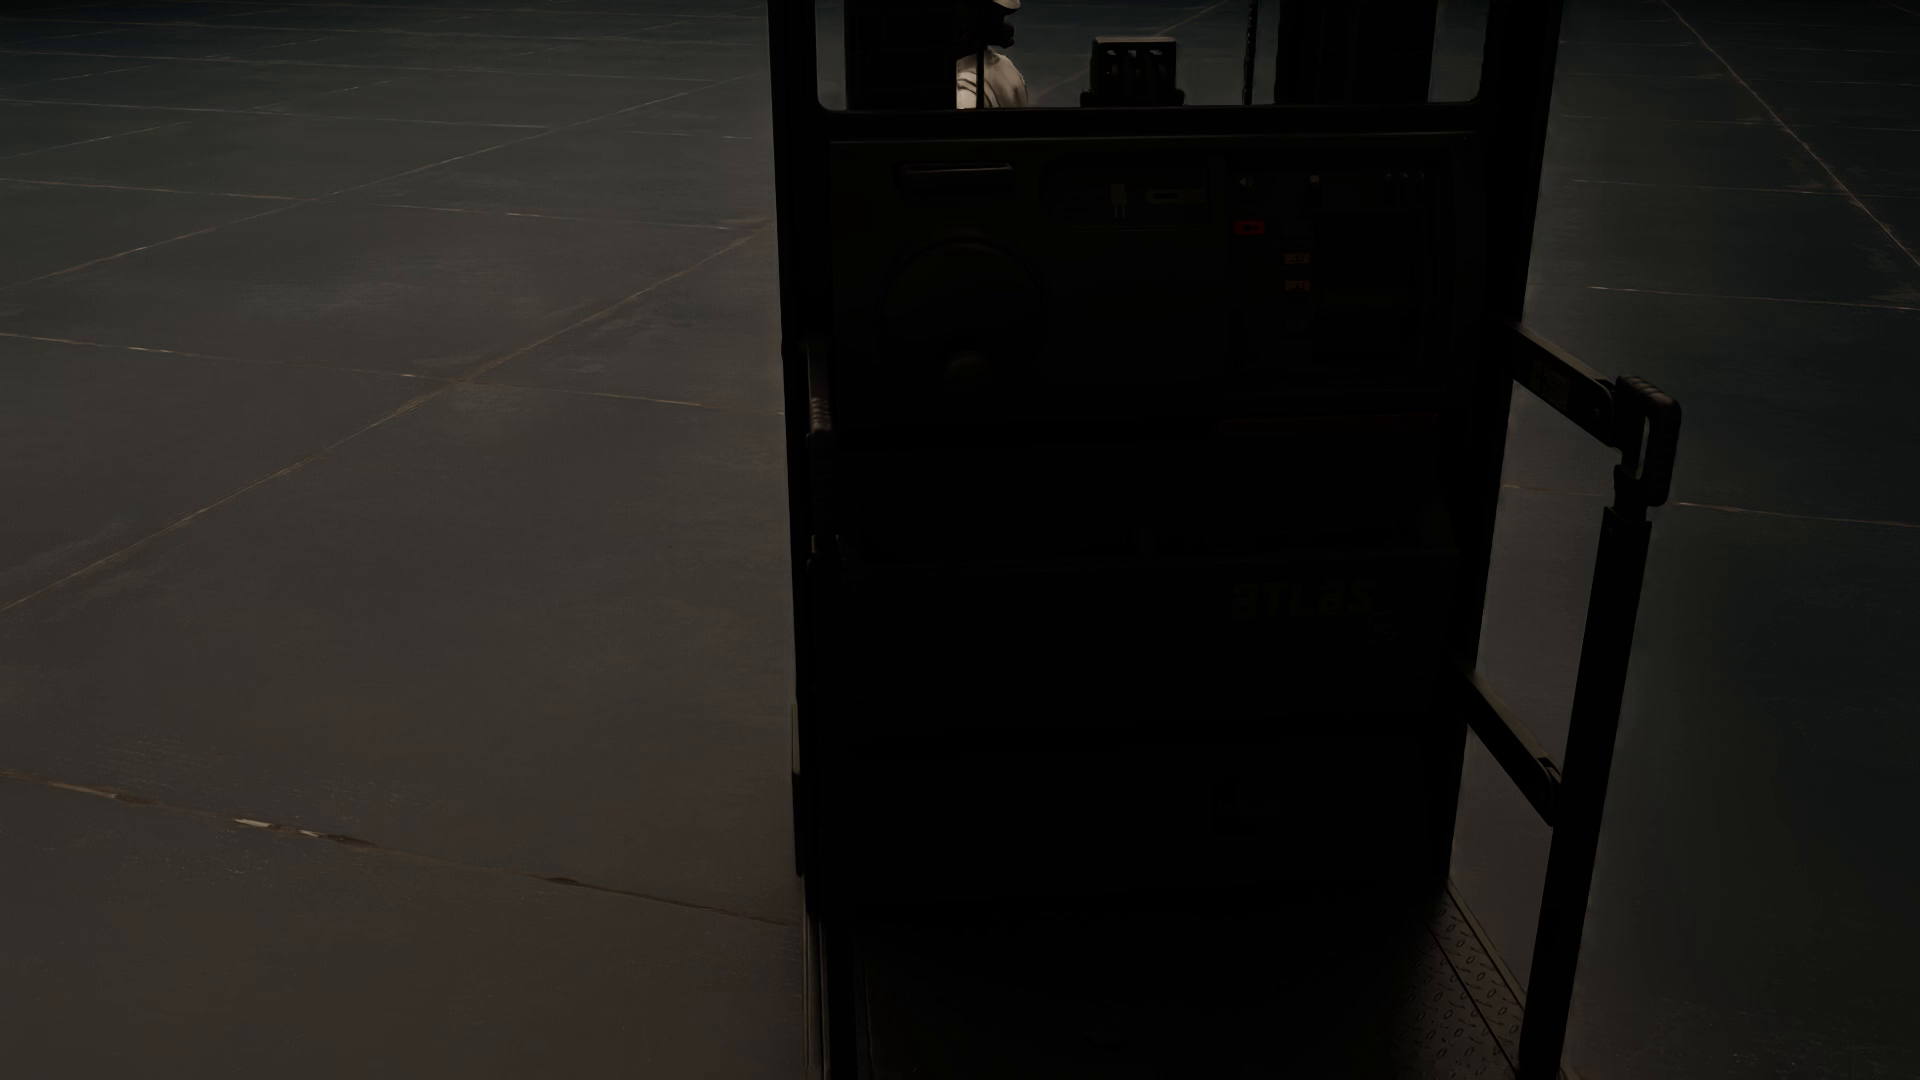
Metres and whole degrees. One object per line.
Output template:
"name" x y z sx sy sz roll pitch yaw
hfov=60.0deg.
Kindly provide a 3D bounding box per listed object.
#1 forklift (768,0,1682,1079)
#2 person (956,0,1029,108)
"forklift" 0.307 -0.360 2.151 1.130 2.935 3.031 -2 23 -5
"person" -0.065 -0.805 4.833 0.529 1.691 0.569 7 23 16
